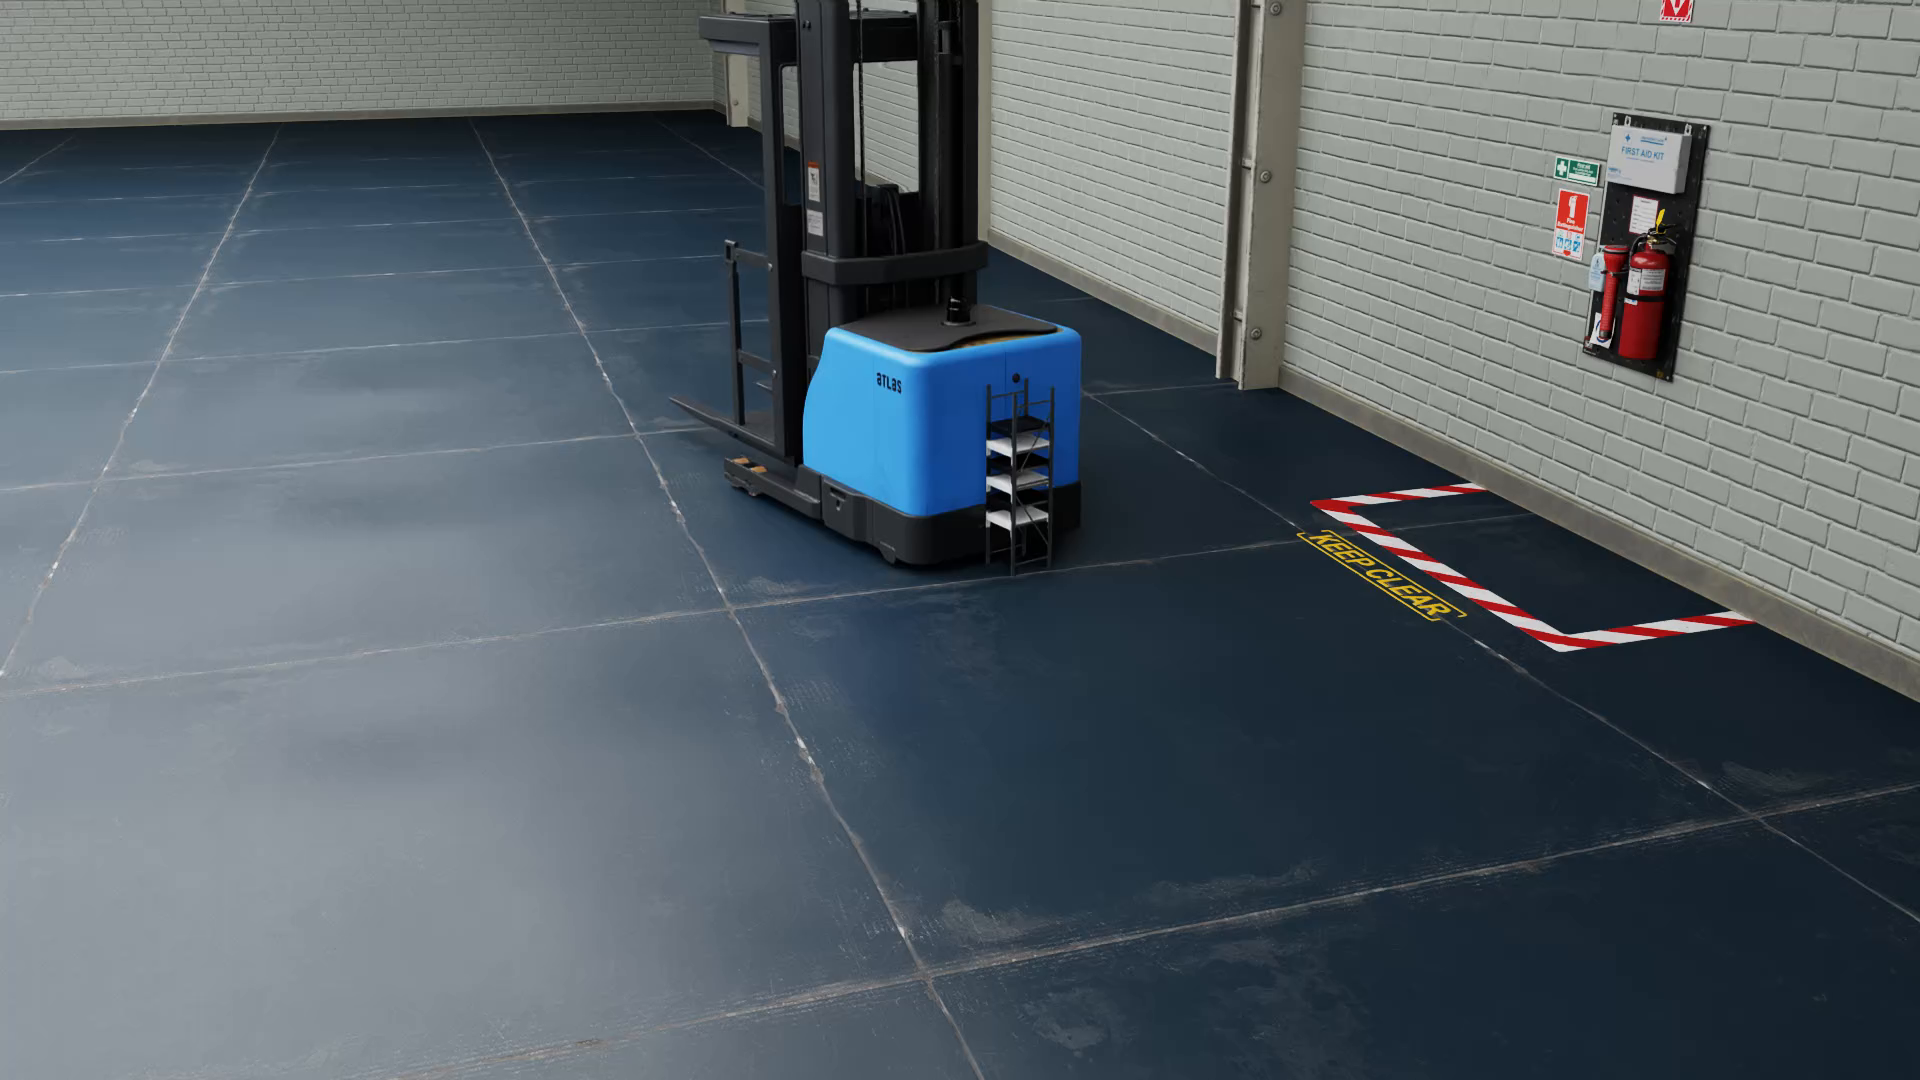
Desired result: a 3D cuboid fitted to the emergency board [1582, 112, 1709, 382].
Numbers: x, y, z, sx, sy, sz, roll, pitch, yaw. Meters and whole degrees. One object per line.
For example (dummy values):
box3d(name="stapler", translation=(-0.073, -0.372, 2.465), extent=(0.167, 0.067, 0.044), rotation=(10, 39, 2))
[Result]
box3d(name="emergency board", translation=(3.133, -1.376, 7.810), extent=(0.194, 1.169, 0.643), rotation=(-6, 21, -17))

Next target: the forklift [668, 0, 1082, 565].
box3d(name="forklift", translation=(-0.650, -1.699, 8.811), extent=(1.130, 2.935, 3.031), rotation=(-13, 24, -33))

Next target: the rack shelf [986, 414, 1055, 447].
box3d(name="rack shelf", translation=(0.283, -0.517, 7.824), extent=(0.258, 0.077, 0.200), rotation=(-13, 24, -33))

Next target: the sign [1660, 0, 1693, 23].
box3d(name="sign", translation=(3.225, -2.480, 7.455), extent=(0.001, 0.298, 0.199), rotation=(-6, 21, -17))

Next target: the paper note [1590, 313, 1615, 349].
box3d(name="paper note", translation=(3.143, -1.026, 8.137), extent=(0.016, 0.148, 0.142), rotation=(-6, 21, -17))

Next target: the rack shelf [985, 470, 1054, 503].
box3d(name="rack shelf", translation=(0.283, -0.263, 7.915), extent=(0.258, 0.077, 0.200), rotation=(-13, 24, -33))

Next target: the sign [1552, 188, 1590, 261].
box3d(name="sign", translation=(3.058, -1.581, 8.328), extent=(0.001, 0.329, 0.234), rotation=(-6, 21, -17))

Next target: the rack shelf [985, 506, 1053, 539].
box3d(name="rack shelf", translation=(0.283, -0.093, 7.976), extent=(0.258, 0.077, 0.200), rotation=(-13, 24, -33))

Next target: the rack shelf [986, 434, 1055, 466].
box3d(name="rack shelf", translation=(0.283, -0.432, 7.855), extent=(0.258, 0.077, 0.200), rotation=(-13, 24, -33))

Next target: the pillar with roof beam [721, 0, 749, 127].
box3d(name="pillar with roof beam", translation=(-7.756, -10.647, 24.746), extent=(9.100, 9.000, 0.400), rotation=(-6, 21, -17))

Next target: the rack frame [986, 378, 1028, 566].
box3d(name="rack frame", translation=(0.225, -0.322, 7.982), extent=(0.240, 0.900, 0.006), rotation=(-13, 24, -33))

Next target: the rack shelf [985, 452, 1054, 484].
box3d(name="rack shelf", translation=(0.283, -0.347, 7.885), extent=(0.258, 0.077, 0.200), rotation=(-13, 24, -33))

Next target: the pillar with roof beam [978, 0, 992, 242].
box3d(name="pillar with roof beam", translation=(-3.985, -6.796, 14.024), extent=(9.100, 9.000, 0.400), rotation=(-6, 21, -17))

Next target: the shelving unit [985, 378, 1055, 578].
box3d(name="shelving unit", translation=(0.283, -0.294, 7.904), extent=(0.258, 0.900, 0.210), rotation=(-13, 24, -33))

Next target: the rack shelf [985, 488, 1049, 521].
box3d(name="rack shelf", translation=(0.283, -0.178, 7.946), extent=(0.258, 0.077, 0.200), rotation=(-13, 24, -33))

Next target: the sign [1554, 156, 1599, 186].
box3d(name="sign", translation=(3.051, -1.828, 8.232), extent=(0.001, 0.109, 0.331), rotation=(-6, 21, -17))

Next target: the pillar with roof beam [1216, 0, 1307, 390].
box3d(name="pillar with roof beam", translation=(-2.099, -4.870, 8.664), extent=(9.100, 9.000, 0.400), rotation=(-6, 21, -17))

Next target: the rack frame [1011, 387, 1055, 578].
box3d(name="rack frame", translation=(0.342, -0.266, 7.826), extent=(0.240, 0.900, 0.006), rotation=(-13, 24, -33))
